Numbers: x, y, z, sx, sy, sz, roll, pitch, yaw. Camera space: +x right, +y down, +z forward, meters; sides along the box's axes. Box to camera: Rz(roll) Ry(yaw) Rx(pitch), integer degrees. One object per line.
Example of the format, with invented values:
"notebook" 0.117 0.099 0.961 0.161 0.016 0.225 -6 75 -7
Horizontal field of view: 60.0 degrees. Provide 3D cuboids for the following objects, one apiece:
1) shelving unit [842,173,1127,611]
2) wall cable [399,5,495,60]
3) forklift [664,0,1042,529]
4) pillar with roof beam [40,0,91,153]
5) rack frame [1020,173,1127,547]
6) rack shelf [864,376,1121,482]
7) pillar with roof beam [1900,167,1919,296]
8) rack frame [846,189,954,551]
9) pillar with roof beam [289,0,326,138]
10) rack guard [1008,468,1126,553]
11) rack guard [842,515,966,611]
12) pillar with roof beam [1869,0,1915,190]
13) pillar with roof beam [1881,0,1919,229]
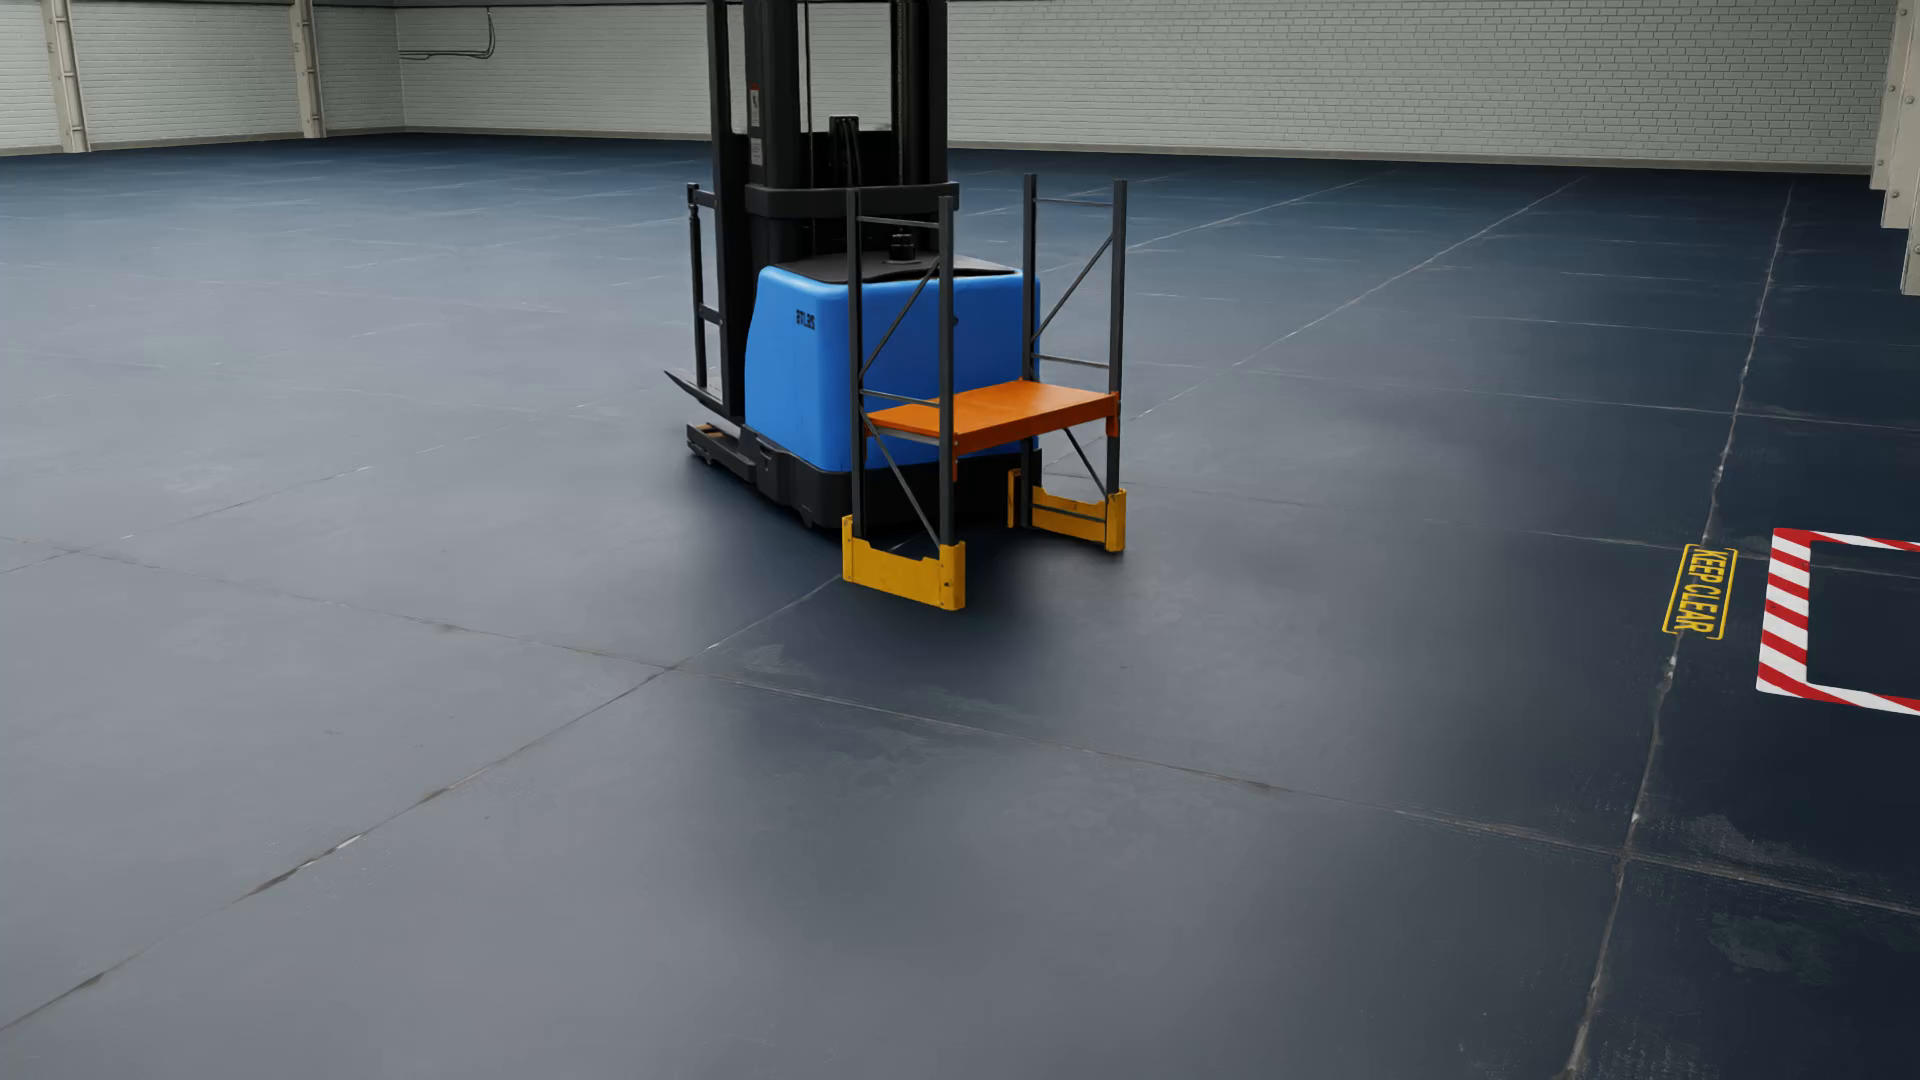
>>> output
"shelving unit" 0.114 -0.623 6.488 0.587 1.500 1.083 14 22 40
"wall cable" -12.183 -12.563 38.972 3.097 2.526 0.112 8 18 25
"forklift" -0.735 -1.825 8.020 1.130 2.935 3.031 -8 18 -25
"pillar with roof beam" -13.513 -11.394 29.580 9.100 9.000 0.400 8 18 25
"rack frame" 0.458 -0.733 6.859 0.500 1.500 0.032 14 22 40
"rack shelf" 0.120 -0.453 6.546 0.538 0.185 1.000 14 22 40
"pillar with roof beam" 4.284 -6.953 14.630 9.100 9.000 0.400 8 18 25
"rack frame" -0.218 -0.517 6.131 0.500 1.500 0.032 14 22 40
"pillar with roof beam" -10.831 -12.922 34.725 9.100 9.000 0.400 8 18 25
"rack guard" 0.445 -0.130 7.023 0.587 0.250 0.087 14 22 40
"rack guard" -0.218 0.082 6.310 0.587 0.250 0.087 14 22 40
"pillar with roof beam" 9.646 -10.010 24.921 9.100 9.000 0.400 8 18 25
"pillar with roof beam" 6.965 -8.481 19.775 9.100 9.000 0.400 8 18 25
